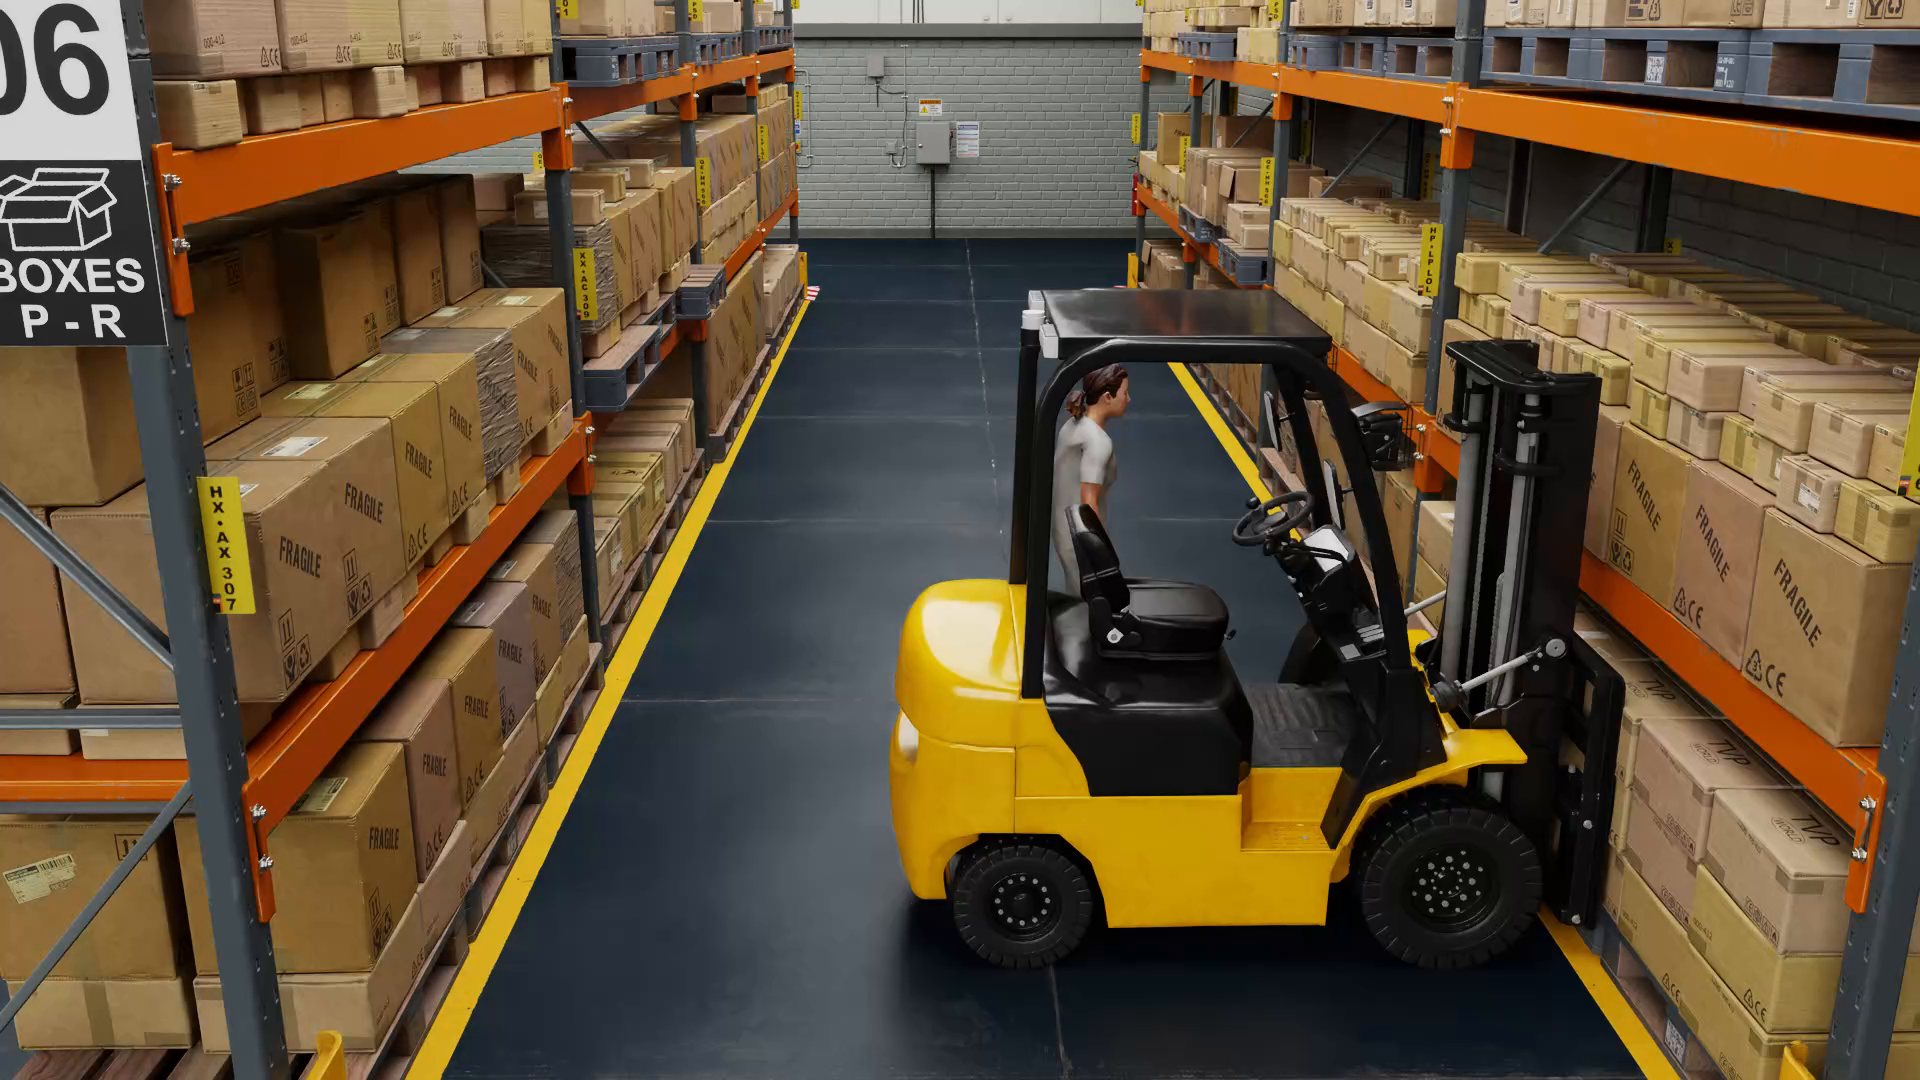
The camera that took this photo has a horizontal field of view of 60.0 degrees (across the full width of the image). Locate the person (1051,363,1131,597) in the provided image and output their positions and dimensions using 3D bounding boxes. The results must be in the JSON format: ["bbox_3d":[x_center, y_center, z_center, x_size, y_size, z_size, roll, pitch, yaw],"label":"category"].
[{"bbox_3d":[0.588,0.033,7.478,0.363,1.651,0.512,-1,17,-4],"label":"person"}]
